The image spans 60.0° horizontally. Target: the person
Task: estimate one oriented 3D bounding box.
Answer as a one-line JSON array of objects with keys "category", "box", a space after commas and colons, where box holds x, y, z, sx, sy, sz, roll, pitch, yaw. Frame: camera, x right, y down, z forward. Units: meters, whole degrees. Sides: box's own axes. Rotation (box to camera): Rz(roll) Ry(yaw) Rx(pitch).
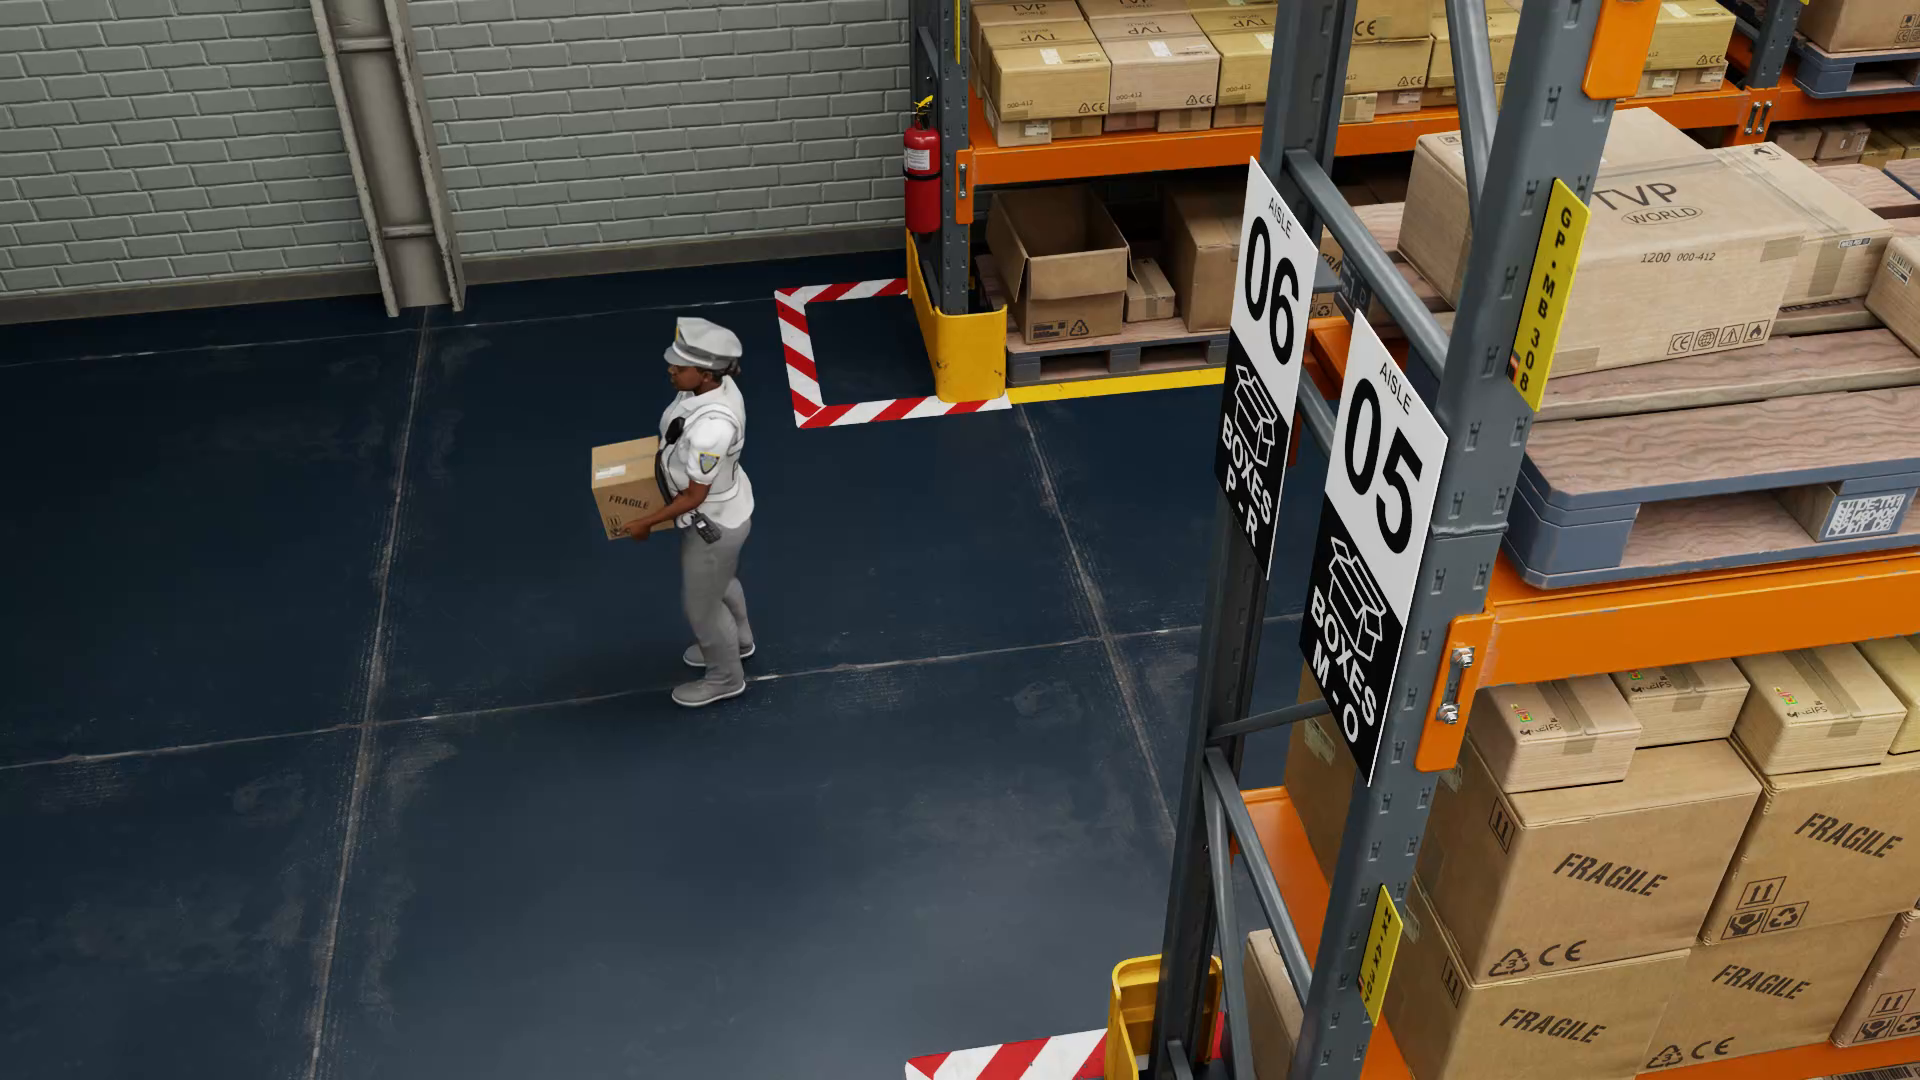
[{"category": "person", "box": [-1.020, -0.093, 6.251, 0.518, 1.690, 0.451, -6, 39, -7]}]
